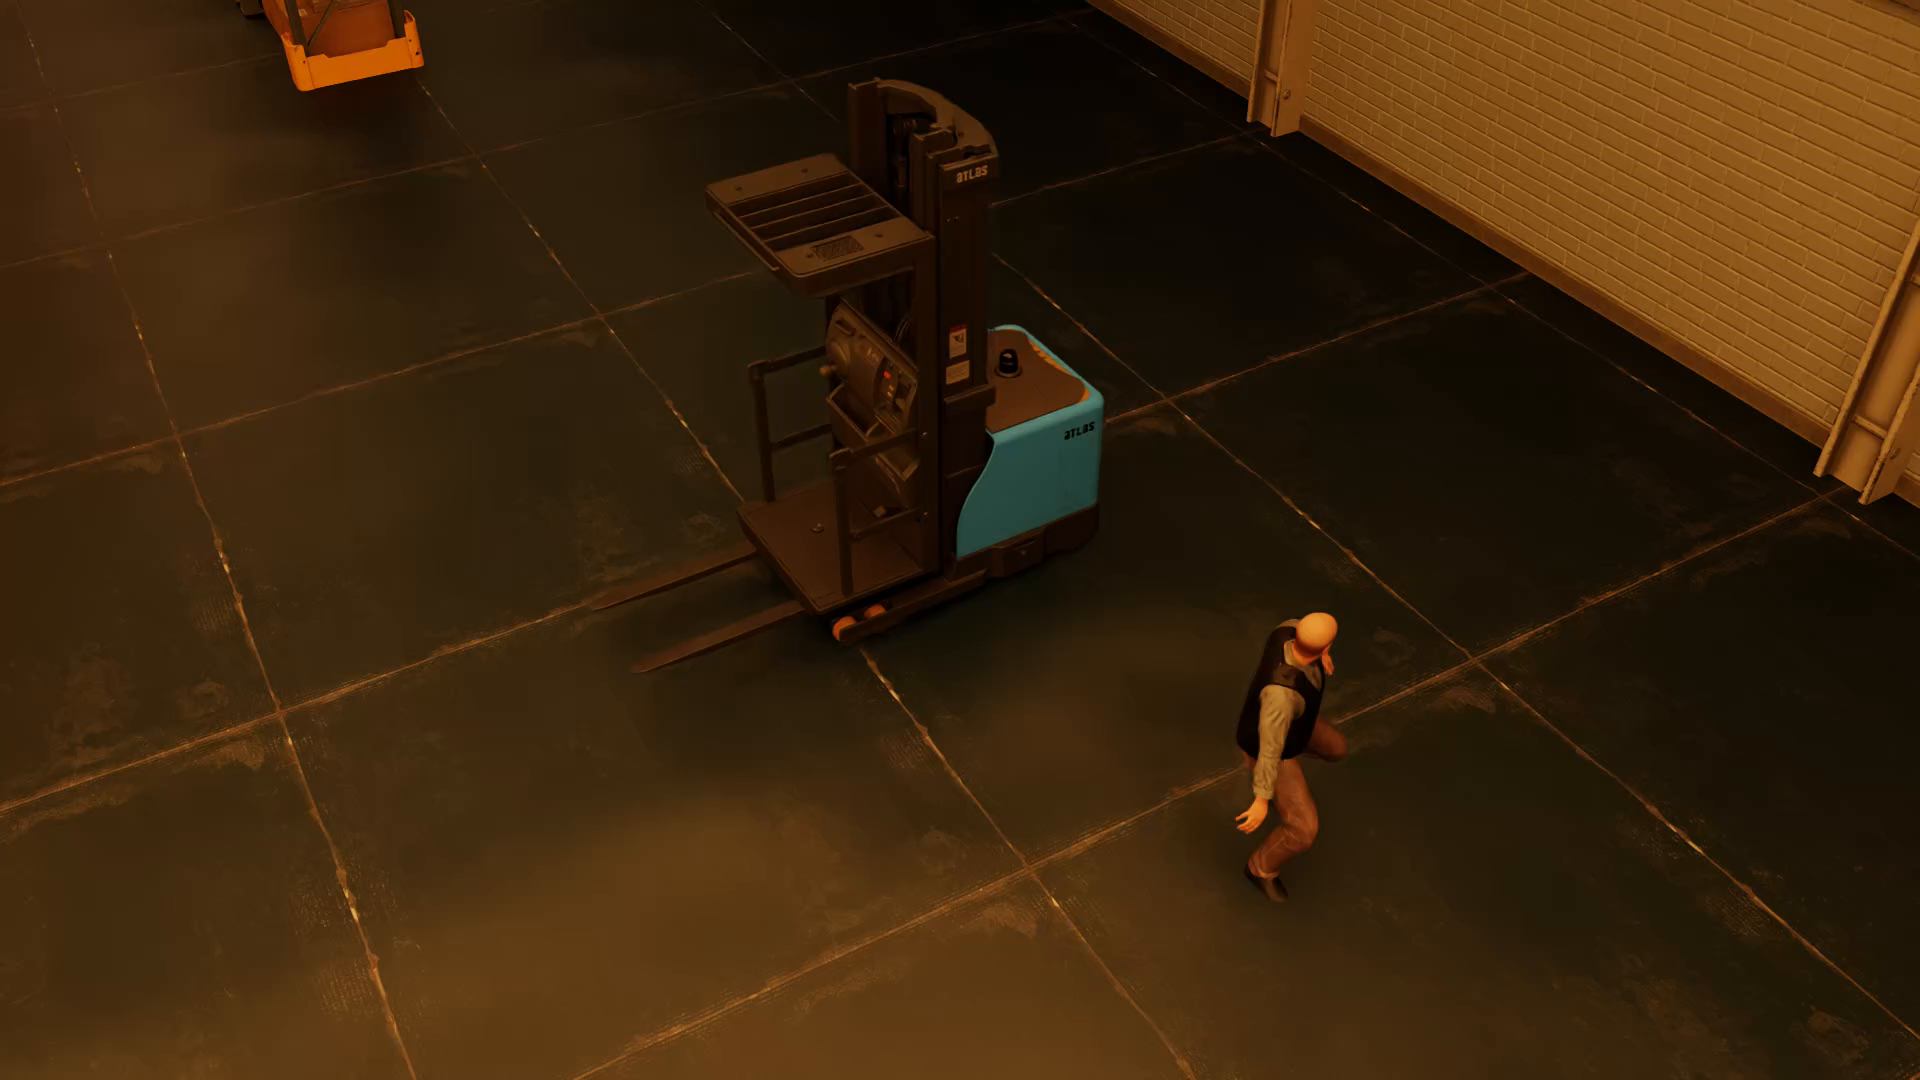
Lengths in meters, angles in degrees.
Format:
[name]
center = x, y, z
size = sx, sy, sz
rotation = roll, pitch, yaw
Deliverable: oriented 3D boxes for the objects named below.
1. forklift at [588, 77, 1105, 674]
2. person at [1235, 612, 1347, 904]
[forklift]
center = -0.667, -0.908, 9.130
size = 3.031, 2.935, 1.130
rotation = -21, 44, -24
[person]
center = 1.575, 0.970, 7.973
size = 0.502, 1.606, 1.099
rotation = 17, 42, 19
